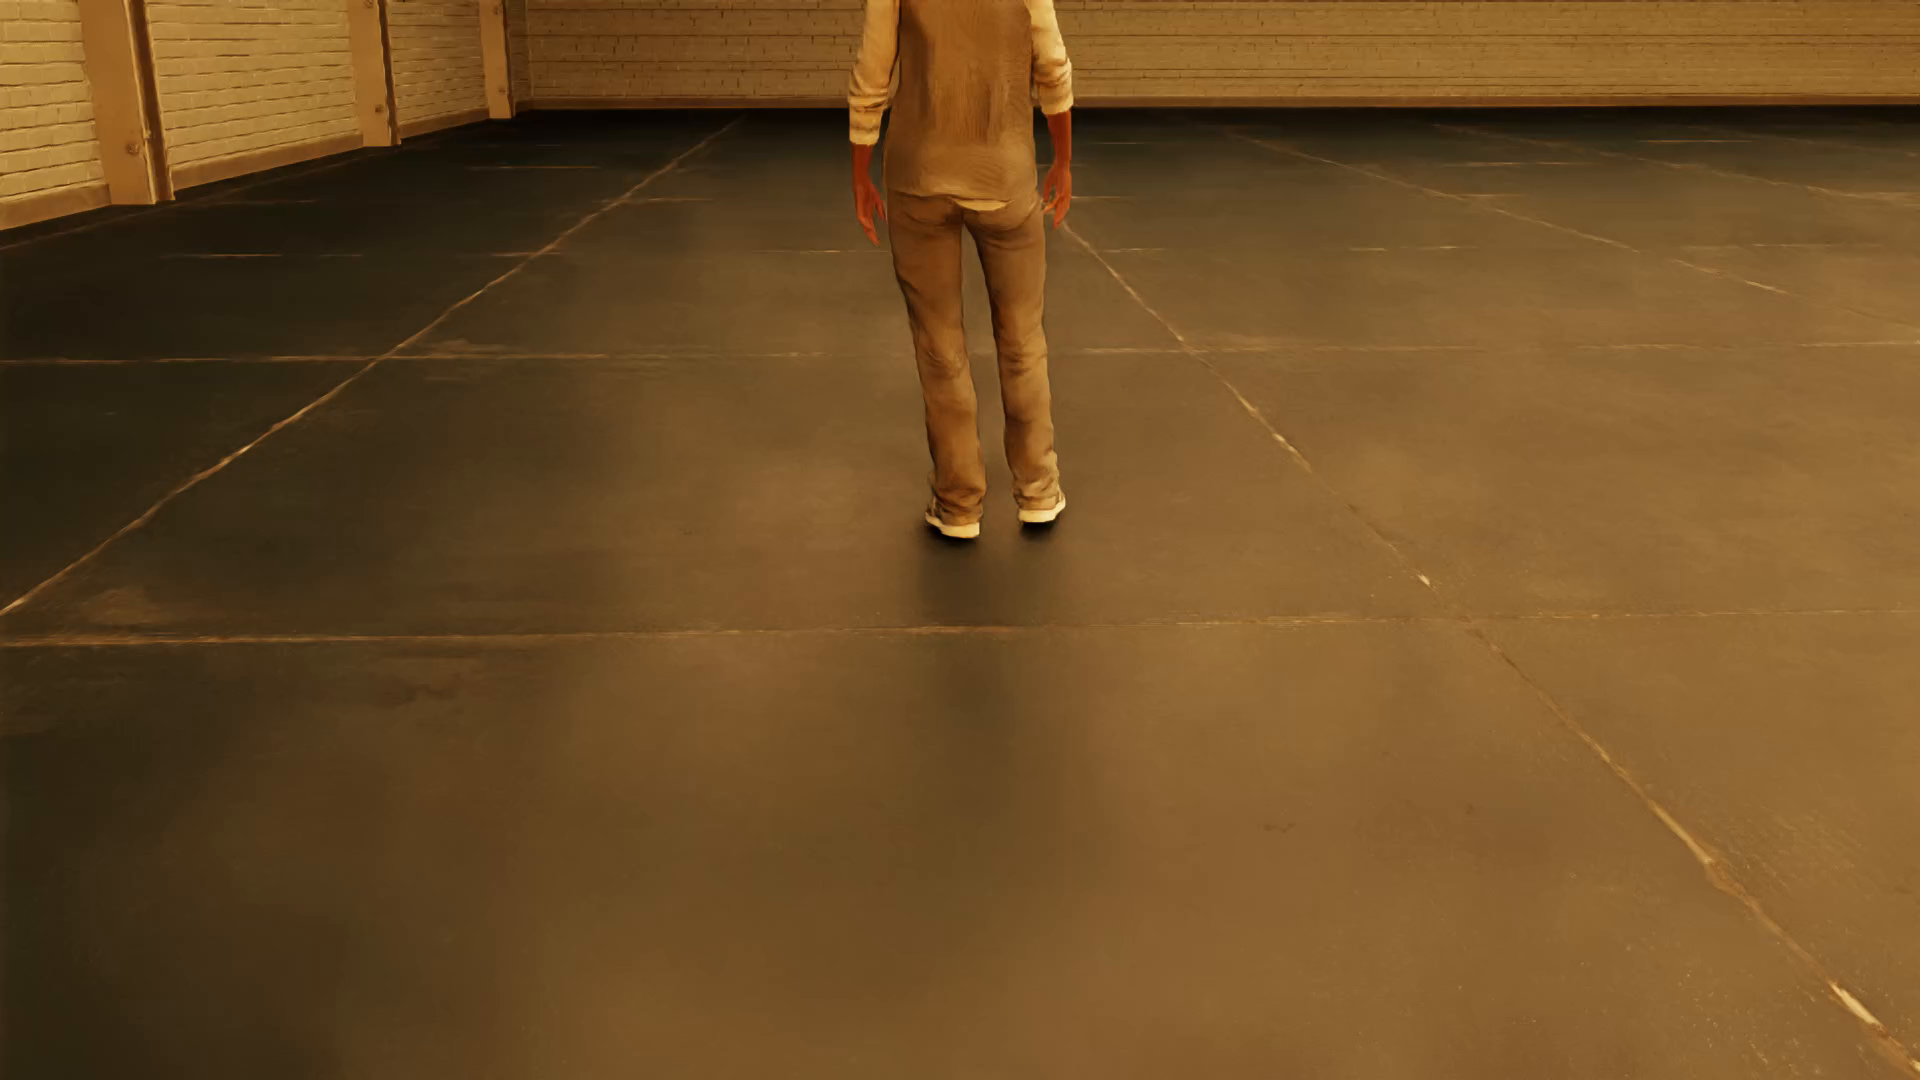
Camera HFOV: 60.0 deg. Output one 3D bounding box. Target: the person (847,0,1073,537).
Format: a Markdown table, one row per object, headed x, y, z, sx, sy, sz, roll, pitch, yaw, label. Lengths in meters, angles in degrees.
| x | y | z | sx | sy | sz | roll | pitch | yaw | label |
| --- | --- | --- | --- | --- | --- | --- | --- | --- | --- |
| 0.010 | -0.792 | 3.754 | 0.521 | 1.597 | 0.474 | -1 | 17 | -3 | person |
